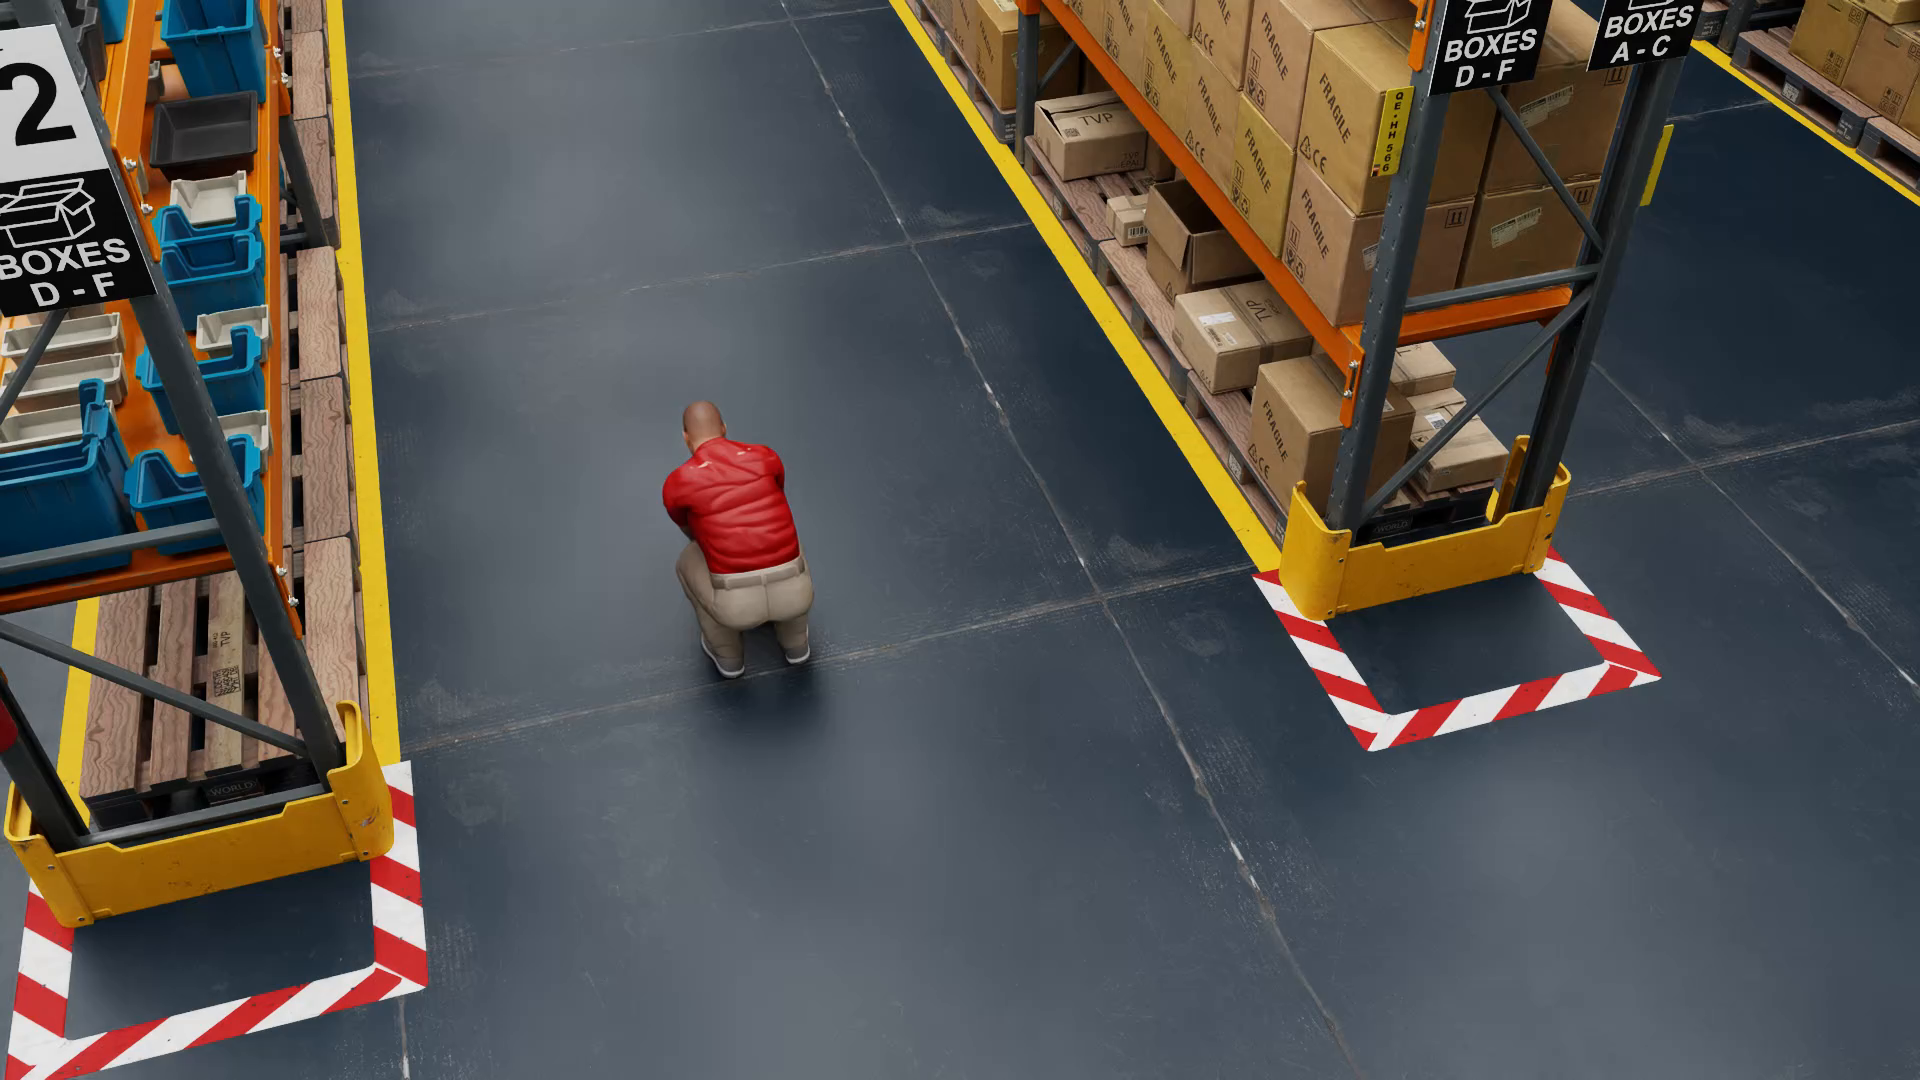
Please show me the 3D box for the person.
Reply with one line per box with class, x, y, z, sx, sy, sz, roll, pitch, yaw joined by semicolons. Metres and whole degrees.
person;-0.899;-0.009;6.750;0.539;0.987;0.886;-12;43;-14
